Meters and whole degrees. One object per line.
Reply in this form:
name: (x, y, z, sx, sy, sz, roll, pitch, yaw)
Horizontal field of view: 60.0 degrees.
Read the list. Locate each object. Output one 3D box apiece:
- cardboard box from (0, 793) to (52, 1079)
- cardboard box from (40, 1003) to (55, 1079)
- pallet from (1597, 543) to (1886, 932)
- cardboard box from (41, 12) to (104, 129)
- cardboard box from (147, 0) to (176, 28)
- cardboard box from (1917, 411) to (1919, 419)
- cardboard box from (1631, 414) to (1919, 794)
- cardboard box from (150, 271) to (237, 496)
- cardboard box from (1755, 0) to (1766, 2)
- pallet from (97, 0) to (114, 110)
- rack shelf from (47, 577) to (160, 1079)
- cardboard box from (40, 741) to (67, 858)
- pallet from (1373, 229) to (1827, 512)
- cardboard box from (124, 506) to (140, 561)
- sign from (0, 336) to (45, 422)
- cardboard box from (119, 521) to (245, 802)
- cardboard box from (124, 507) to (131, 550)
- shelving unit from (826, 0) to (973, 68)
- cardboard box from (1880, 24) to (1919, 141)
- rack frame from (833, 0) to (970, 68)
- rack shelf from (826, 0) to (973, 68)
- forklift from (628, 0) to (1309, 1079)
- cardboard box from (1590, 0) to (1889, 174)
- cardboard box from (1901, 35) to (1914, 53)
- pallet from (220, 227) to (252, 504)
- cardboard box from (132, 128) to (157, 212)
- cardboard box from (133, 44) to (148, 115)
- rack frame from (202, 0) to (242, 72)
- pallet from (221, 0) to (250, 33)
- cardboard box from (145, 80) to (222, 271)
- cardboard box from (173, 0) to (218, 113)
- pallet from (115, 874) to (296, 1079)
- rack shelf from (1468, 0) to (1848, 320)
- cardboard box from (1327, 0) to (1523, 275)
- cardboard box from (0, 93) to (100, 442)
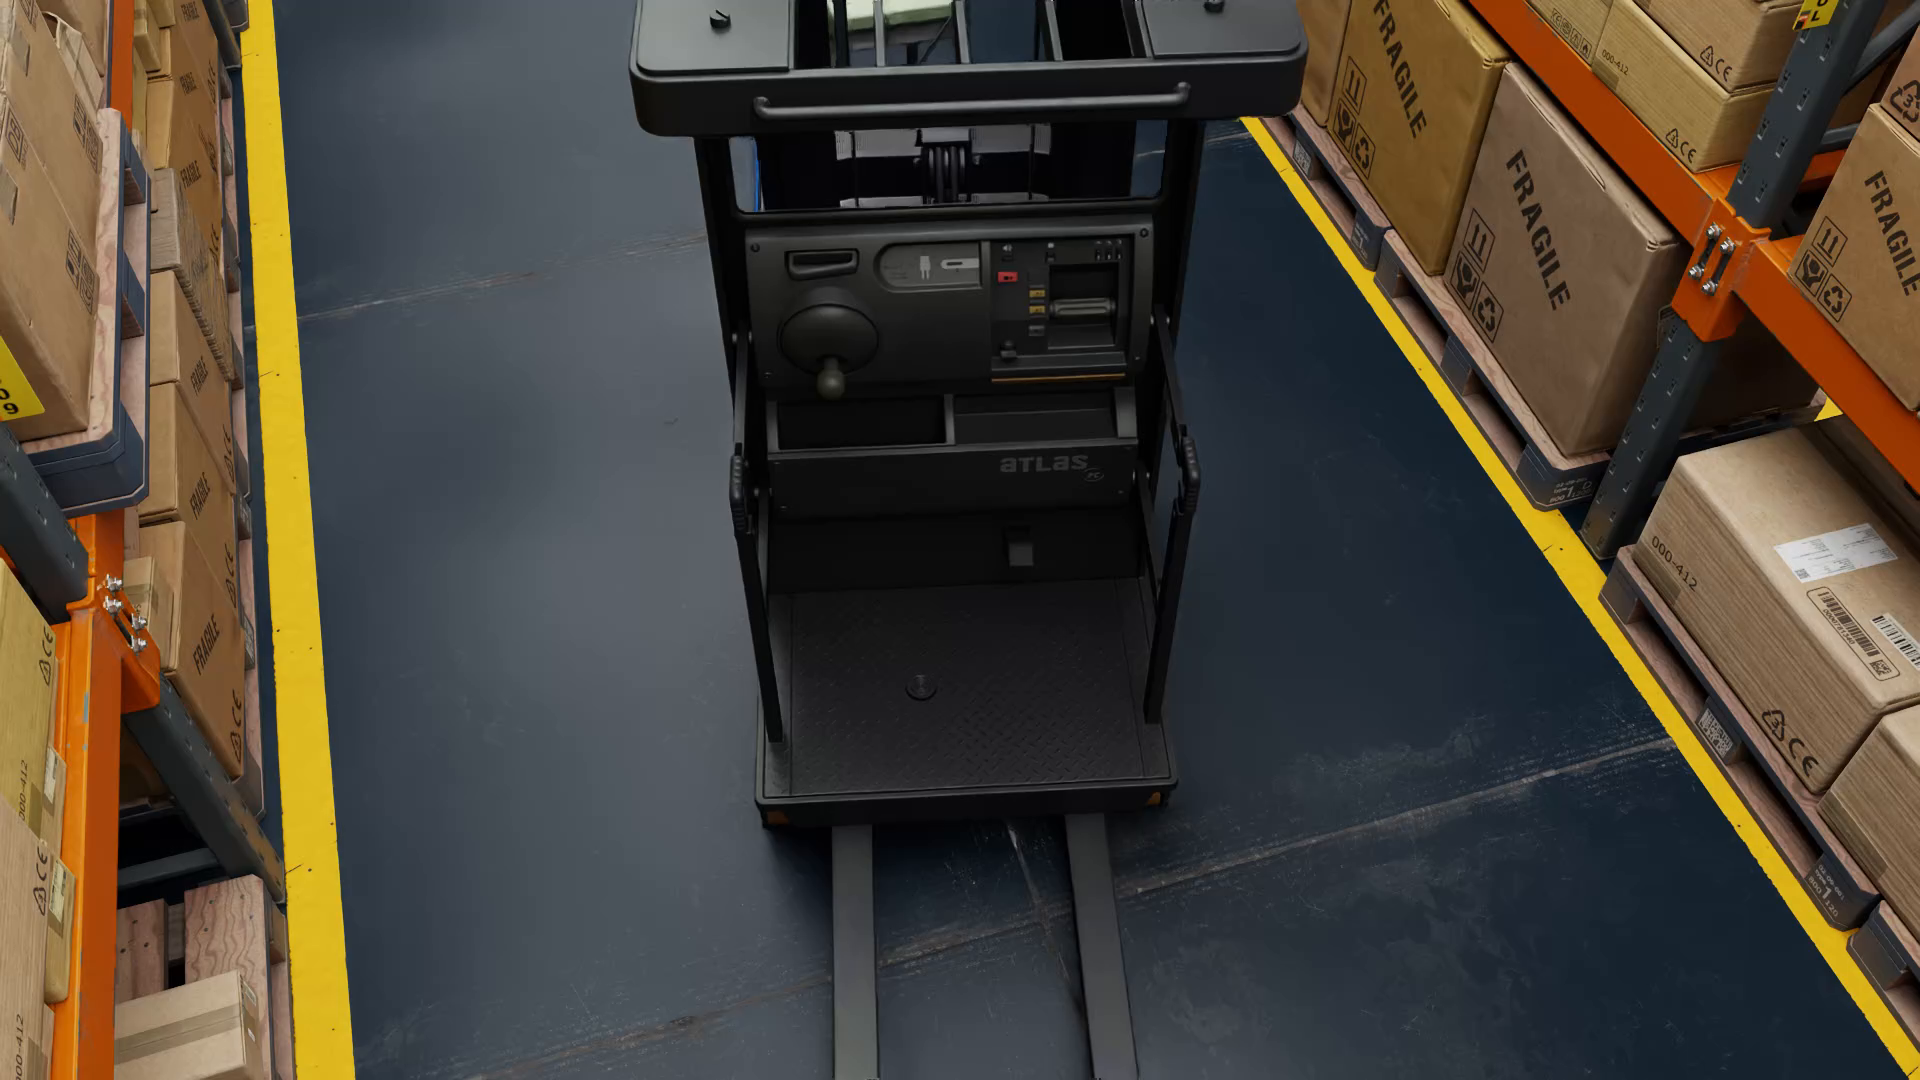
cardboard box: (-1.744, 0.703, 2.599, 0.500, 0.250, 0.500, -13, 51, -11)
cardboard box: (-1.705, 0.896, 2.697, 0.380, 0.149, 0.250, -12, 51, -10)
pallet: (2.600, 0.418, 4.759, 1.003, 0.211, 1.213, -13, 51, -11)
cardboard box: (-2.335, -1.122, 4.047, 0.396, 0.266, 0.258, -11, 51, -9)
cardboard box: (-2.975, -1.893, 5.820, 0.380, 0.149, 0.250, -16, 52, -13)
cardboard box: (2.484, -0.315, 3.489, 0.500, 0.500, 0.500, -13, 51, -11)
cardboard box: (2.533, 0.120, 4.588, 0.875, 0.438, 0.875, -14, 51, -12)
cardboard box: (-2.529, -0.414, 4.998, 0.500, 0.500, 0.500, -15, 51, -12)
cardboard box: (2.078, -1.677, 3.983, 0.500, 0.500, 0.500, -12, 51, -10)
pallet: (-2.894, -1.369, 4.568, 1.003, 0.211, 1.213, -13, 51, -11)
rack shelf: (-1.699, 1.764, 2.271, 1.077, 0.370, 4.000, -13, 51, -11)
cardboard box: (-1.857, 0.514, 3.019, 0.380, 0.149, 0.250, -12, 51, -10)
pallet: (2.150, -0.701, 5.703, 1.003, 0.211, 1.213, -13, 51, -11)
cardboard box: (-2.298, 0.026, 4.202, 0.380, 0.149, 0.250, -15, 51, -12)
sign: (-1.774, -0.336, 3.005, 0.100, 0.325, 0.005, -13, 51, -11)
cardboard box: (-2.218, 0.338, 4.364, 0.500, 0.500, 0.500, -11, 51, -9)
cardboard box: (-2.265, -0.064, 4.084, 0.380, 0.149, 0.250, -16, 52, -13)
shelving unit: (-0.256, -1.449, 5.491, 0.431, 1.500, 0.755, -11, 51, -9)
cardboard box: (2.360, -1.005, 3.416, 0.500, 0.500, 0.500, -13, 51, -11)
rack frame: (-0.167, -1.178, 5.262, 0.400, 1.500, 0.023, -11, 51, -9)
rack shelf: (-0.256, -1.701, 5.193, 0.431, 0.370, 0.720, -11, 51, -9)
forklift: (-0.006, -0.430, 3.696, 1.130, 2.935, 3.031, -3, 50, -2)
cardboard box: (2.077, -1.276, 4.462, 0.500, 0.250, 0.500, -14, 51, -12)
cardboard box: (2.590, -1.551, 4.367, 0.500, 0.250, 0.500, -15, 51, -12)
pallet: (-2.931, -0.508, 5.540, 1.003, 0.211, 1.213, -13, 51, -11)
cardboard box: (-2.720, -1.110, 5.160, 0.380, 0.149, 0.250, -16, 52, -13)
cardboard box: (-2.904, -1.487, 5.478, 0.380, 0.149, 0.250, -12, 51, -10)
rack frame: (-3.473, -2.850, 5.691, 1.000, 3.000, 0.127, -13, 51, -11)
pallet: (-3.679, -2.561, 7.271, 1.003, 0.211, 1.213, -13, 51, -11)
cardboard box: (-2.847, -1.170, 5.635, 0.500, 0.500, 0.500, -11, 51, -9)
cardboard box: (-3.143, -1.919, 6.266, 0.500, 0.500, 0.500, -12, 51, -10)
pallet: (-2.088, 1.472, 3.871, 1.003, 0.211, 1.213, -13, 51, -11)
rack shelf: (1.859, -2.282, 5.683, 1.077, 0.370, 4.000, -13, 51, -11)
cardboard box: (1.916, -1.597, 5.749, 0.875, 0.875, 0.875, -12, 51, -10)
cardboard box: (-2.220, -0.500, 3.369, 0.700, 0.500, 0.500, -12, 51, -10)
